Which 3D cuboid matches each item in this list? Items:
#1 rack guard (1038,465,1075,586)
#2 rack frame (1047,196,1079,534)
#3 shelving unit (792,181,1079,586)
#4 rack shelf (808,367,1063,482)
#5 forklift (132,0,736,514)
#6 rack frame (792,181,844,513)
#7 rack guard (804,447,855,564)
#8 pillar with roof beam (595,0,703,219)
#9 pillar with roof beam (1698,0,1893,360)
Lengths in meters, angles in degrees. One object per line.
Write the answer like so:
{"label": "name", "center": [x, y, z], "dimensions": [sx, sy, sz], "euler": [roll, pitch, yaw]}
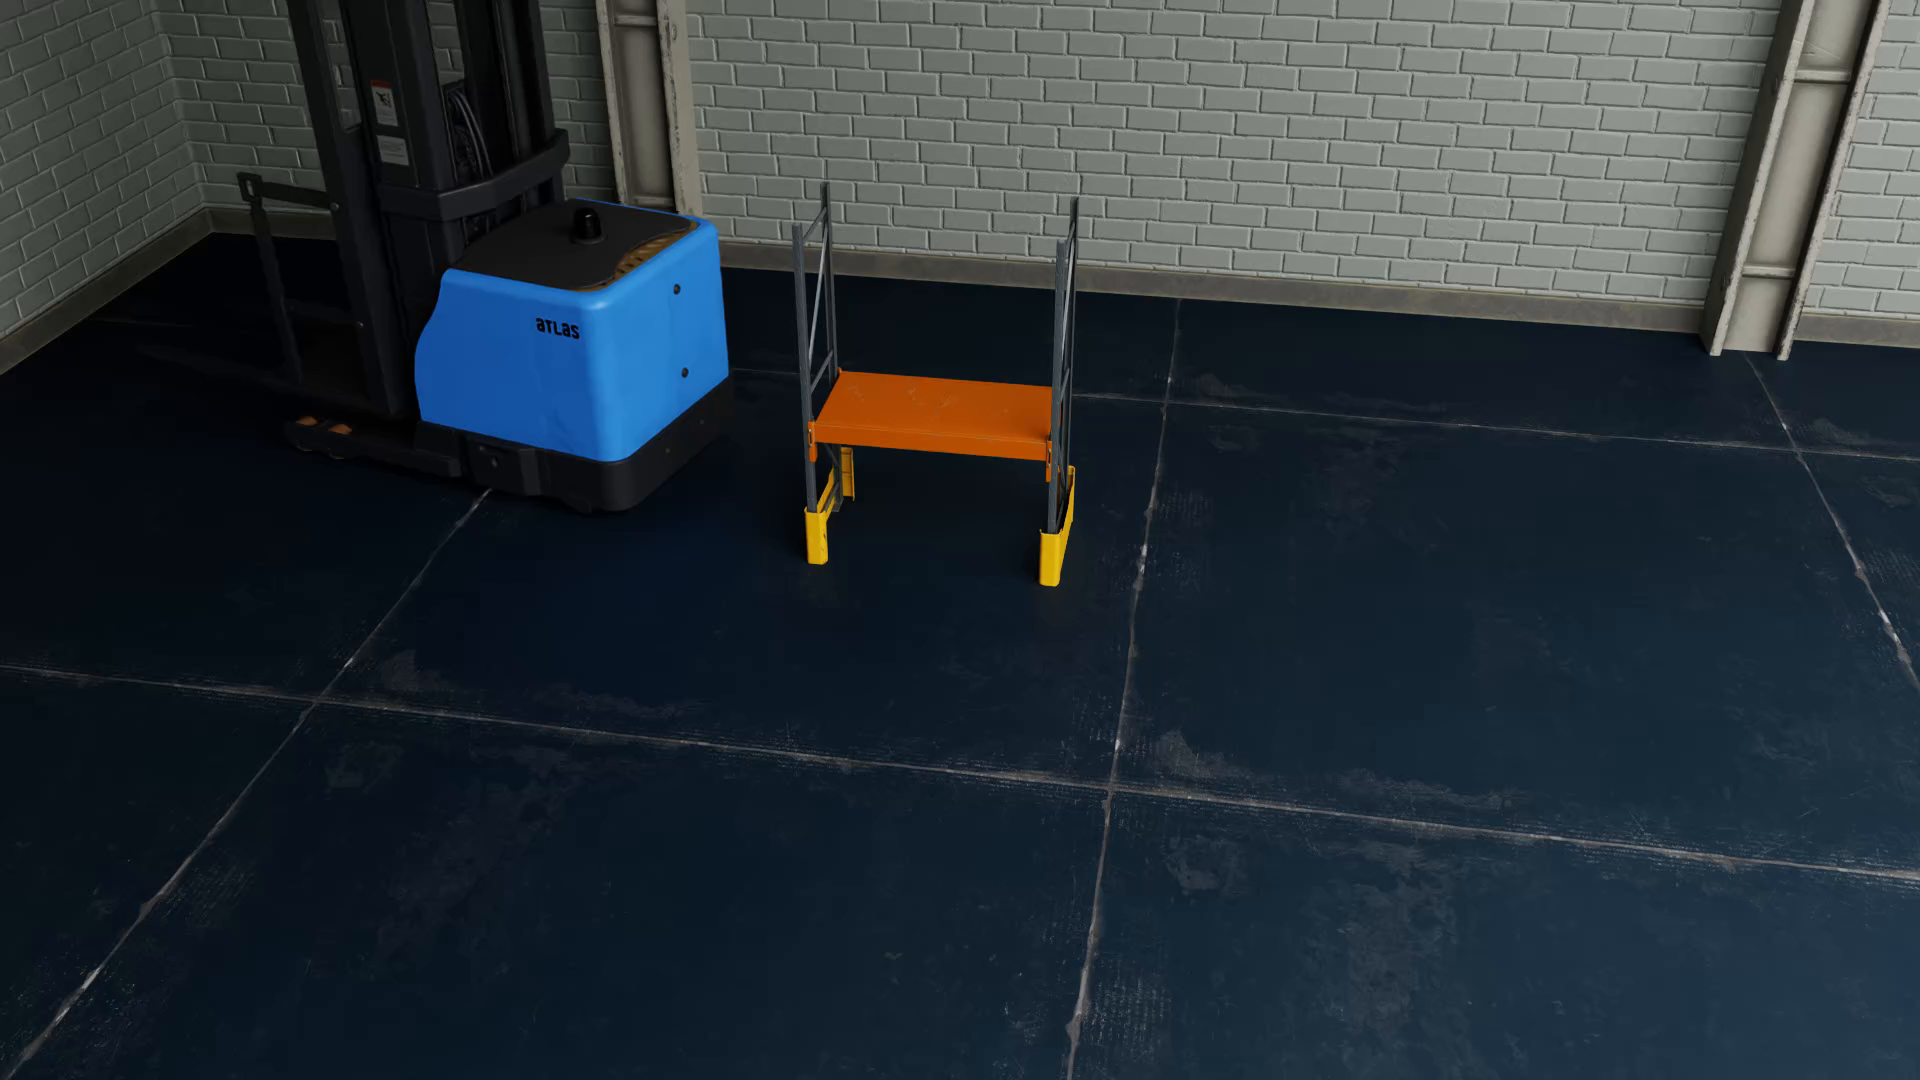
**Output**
{"label": "rack guard", "center": [0.416, -0.068, 7.124], "dimensions": [0.087, 0.250, 0.587], "euler": [5, 32, 8]}
{"label": "rack frame", "center": [0.417, -0.598, 6.792], "dimensions": [0.032, 1.500, 0.500], "euler": [5, 32, 8]}
{"label": "shelving unit", "center": [-0.075, -0.643, 6.863], "dimensions": [1.083, 1.500, 0.587], "euler": [5, 32, 8]}
{"label": "rack shelf", "center": [-0.084, -0.491, 6.960], "dimensions": [1.000, 0.185, 0.538], "euler": [5, 32, 8]}
{"label": "forklift", "center": [-2.650, -1.864, 7.465], "dimensions": [3.031, 2.935, 1.130], "euler": [13, 34, 20]}
{"label": "rack frame", "center": [-0.585, -0.689, 6.937], "dimensions": [0.032, 1.500, 0.500], "euler": [5, 32, 8]}
{"label": "rack guard", "center": [-0.566, -0.157, 7.266], "dimensions": [0.087, 0.250, 0.587], "euler": [5, 32, 8]}
{"label": "pillar with roof beam", "center": [-2.445, -3.143, 3.790], "dimensions": [0.400, 9.000, 9.100], "euler": [5, 32, 8]}
{"label": "pillar with roof beam", "center": [3.469, -2.607, 2.934], "dimensions": [0.400, 9.000, 9.100], "euler": [5, 32, 8]}
